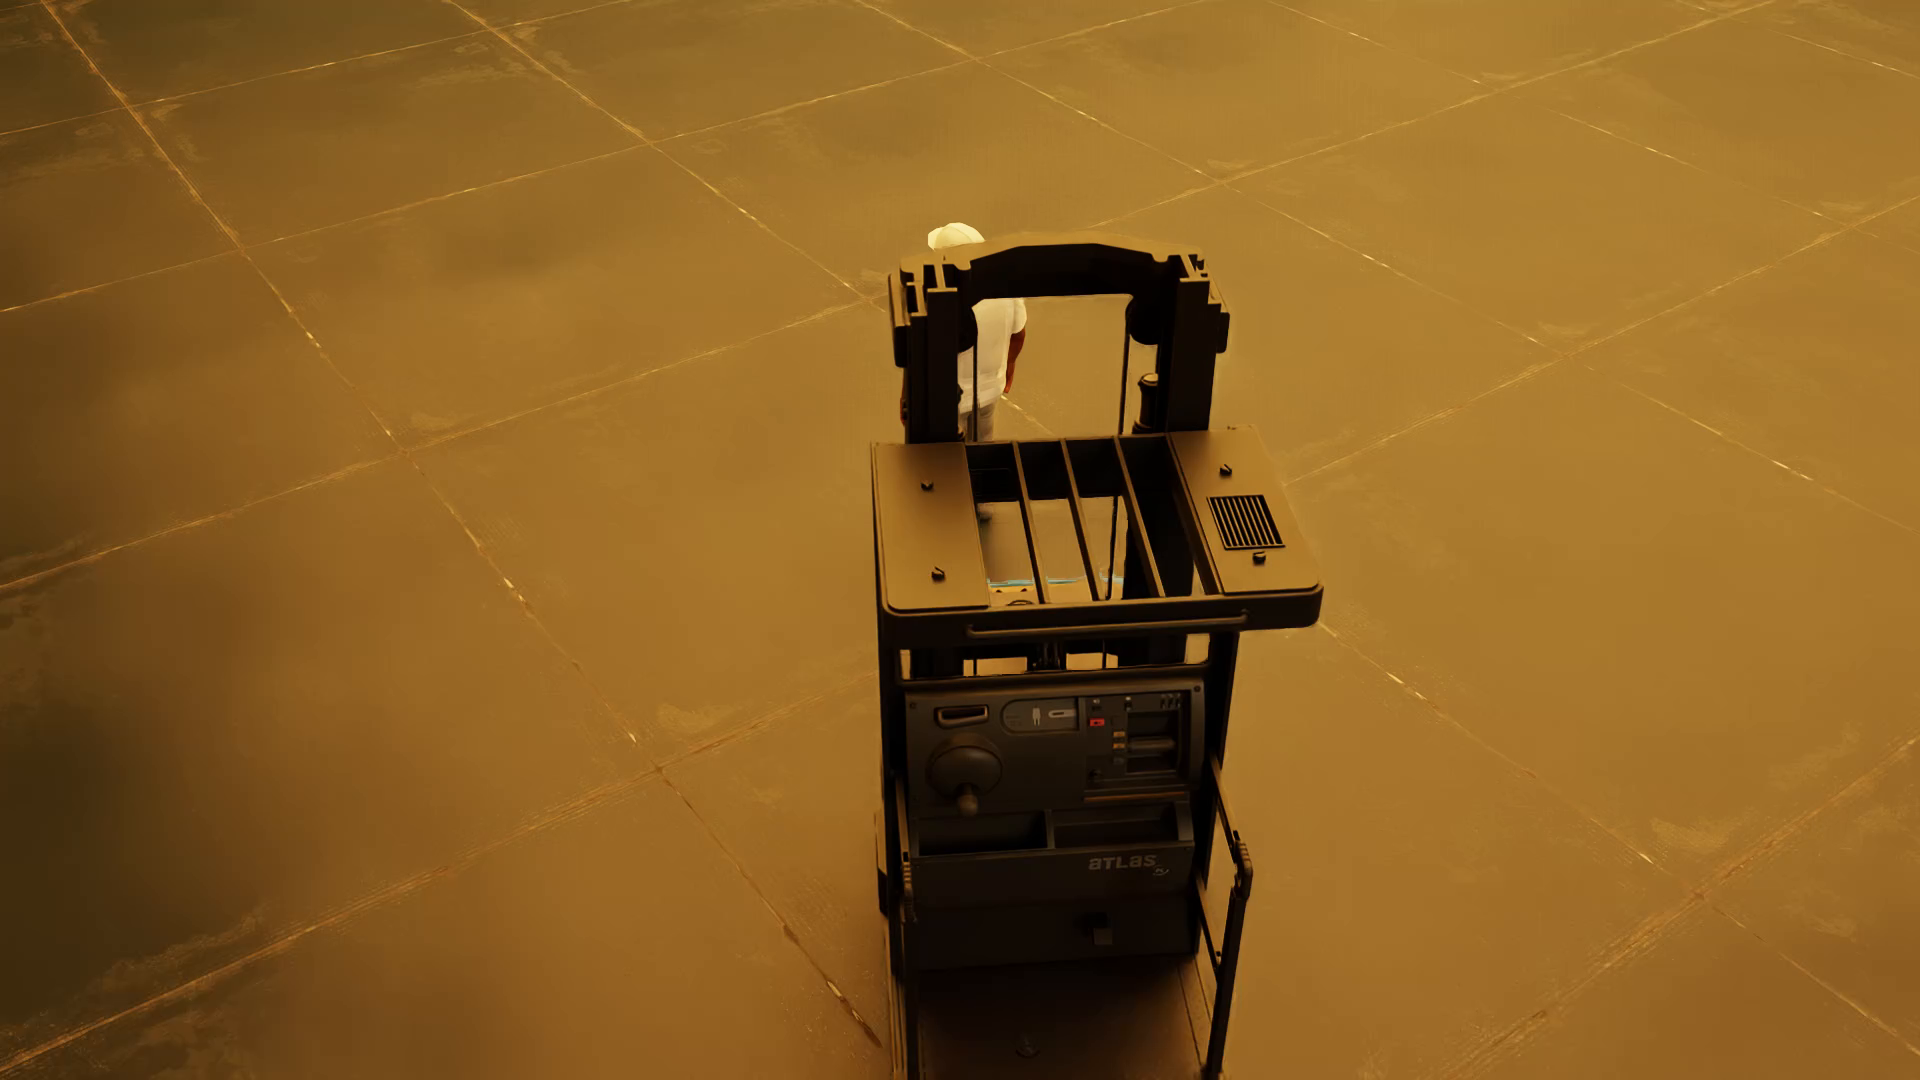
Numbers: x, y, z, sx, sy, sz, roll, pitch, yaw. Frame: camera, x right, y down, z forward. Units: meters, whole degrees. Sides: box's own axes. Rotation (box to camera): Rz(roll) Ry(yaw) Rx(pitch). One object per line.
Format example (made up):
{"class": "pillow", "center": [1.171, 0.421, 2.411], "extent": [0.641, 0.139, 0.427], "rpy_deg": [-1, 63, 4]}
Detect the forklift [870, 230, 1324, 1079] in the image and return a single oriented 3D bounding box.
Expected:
{"class": "forklift", "center": [0.318, 0.708, 4.987], "extent": [1.130, 2.935, 3.031], "rpy_deg": [-3, 37, -4]}

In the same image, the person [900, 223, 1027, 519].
{"class": "person", "center": [-0.037, -0.752, 7.929], "extent": [0.666, 1.768, 0.575], "rpy_deg": [-23, 42, -28]}
